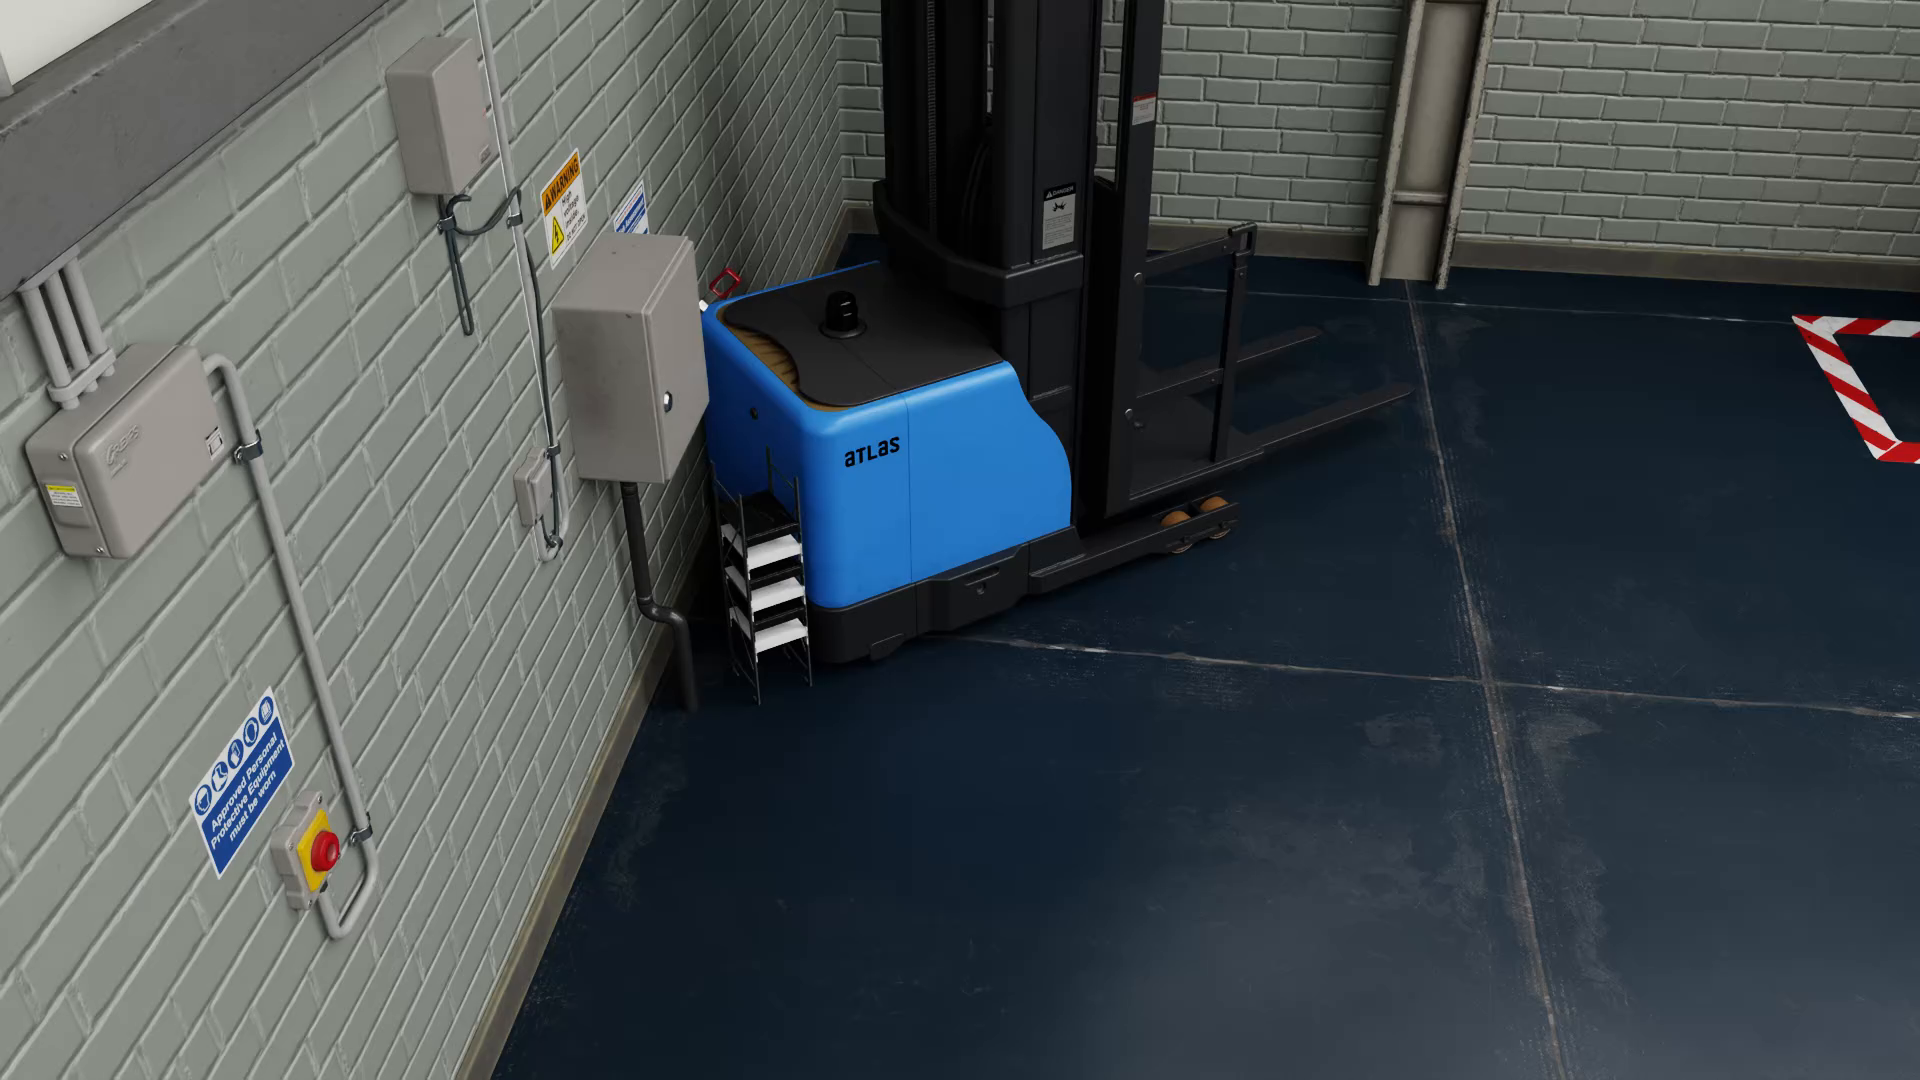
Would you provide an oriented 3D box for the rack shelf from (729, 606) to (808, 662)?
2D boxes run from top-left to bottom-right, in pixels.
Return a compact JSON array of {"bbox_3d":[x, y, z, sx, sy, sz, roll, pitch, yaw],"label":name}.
[{"bbox_3d":[-0.686,0.305,5.915,0.200,0.077,0.258,-19,40,-24],"label":"rack shelf"}]

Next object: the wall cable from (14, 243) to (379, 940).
[{"bbox_3d":[-1.340,0.134,3.078,0.123,1.953,0.585,4,36,6],"label":"wall cable"}]

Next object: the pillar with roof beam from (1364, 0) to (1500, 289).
[{"bbox_3d":[1.776,-2.576,2.614,0.400,9.000,9.100,4,36,6],"label":"pillar with roof beam"}]

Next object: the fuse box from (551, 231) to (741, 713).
[{"bbox_3d":[-0.928,-0.115,5.438,0.414,1.711,0.539,4,36,6],"label":"fuse box"}]

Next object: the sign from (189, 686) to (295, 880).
[{"bbox_3d":[-1.407,0.474,3.272,0.001,0.218,0.327,4,36,6],"label":"sign"}]

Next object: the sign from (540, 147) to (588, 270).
[{"bbox_3d":[-1.140,-0.959,4.800,0.001,0.242,0.339,4,36,6],"label":"sign"}]

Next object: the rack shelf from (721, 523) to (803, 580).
[{"bbox_3d":[-0.686,0.012,5.706,0.200,0.077,0.258,-19,40,-24],"label":"rack shelf"}]

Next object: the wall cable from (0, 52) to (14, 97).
[{"bbox_3d":[-1.422,-1.736,1.437,0.029,3.000,0.463,4,36,6],"label":"wall cable"}]

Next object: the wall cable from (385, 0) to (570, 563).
[{"bbox_3d":[-1.171,-0.671,4.234,0.122,1.984,0.588,4,36,6],"label":"wall cable"}]

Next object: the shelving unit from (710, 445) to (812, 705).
[{"bbox_3d":[-0.686,0.132,5.791,0.210,0.900,0.258,-19,40,-24],"label":"shelving unit"}]

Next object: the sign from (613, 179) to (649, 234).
[{"bbox_3d":[-1.070,-0.900,5.511,0.001,0.494,0.329,4,36,6],"label":"sign"}]

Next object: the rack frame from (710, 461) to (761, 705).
[{"bbox_3d":[-0.774,0.161,5.749,0.006,0.900,0.240,-19,40,-24],"label":"rack frame"}]

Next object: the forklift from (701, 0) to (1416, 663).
[{"bbox_3d":[0.537,-1.383,6.165,3.031,2.935,1.130,-20,40,-25],"label":"forklift"}]

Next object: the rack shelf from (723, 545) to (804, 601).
[{"bbox_3d":[-0.686,0.086,5.758,0.200,0.077,0.258,-19,40,-24],"label":"rack shelf"}]

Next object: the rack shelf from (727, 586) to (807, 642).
[{"bbox_3d":[-0.686,0.232,5.862,0.200,0.077,0.258,-19,40,-24],"label":"rack shelf"}]

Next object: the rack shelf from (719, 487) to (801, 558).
[{"bbox_3d":[-0.686,-0.061,5.653,0.200,0.077,0.258,-19,40,-24],"label":"rack shelf"}]

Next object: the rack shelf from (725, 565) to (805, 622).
[{"bbox_3d":[-0.686,0.159,5.810,0.200,0.077,0.258,-19,40,-24],"label":"rack shelf"}]

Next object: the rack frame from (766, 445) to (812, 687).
[{"bbox_3d":[-0.598,0.102,5.832,0.006,0.900,0.240,-19,40,-24],"label":"rack frame"}]
